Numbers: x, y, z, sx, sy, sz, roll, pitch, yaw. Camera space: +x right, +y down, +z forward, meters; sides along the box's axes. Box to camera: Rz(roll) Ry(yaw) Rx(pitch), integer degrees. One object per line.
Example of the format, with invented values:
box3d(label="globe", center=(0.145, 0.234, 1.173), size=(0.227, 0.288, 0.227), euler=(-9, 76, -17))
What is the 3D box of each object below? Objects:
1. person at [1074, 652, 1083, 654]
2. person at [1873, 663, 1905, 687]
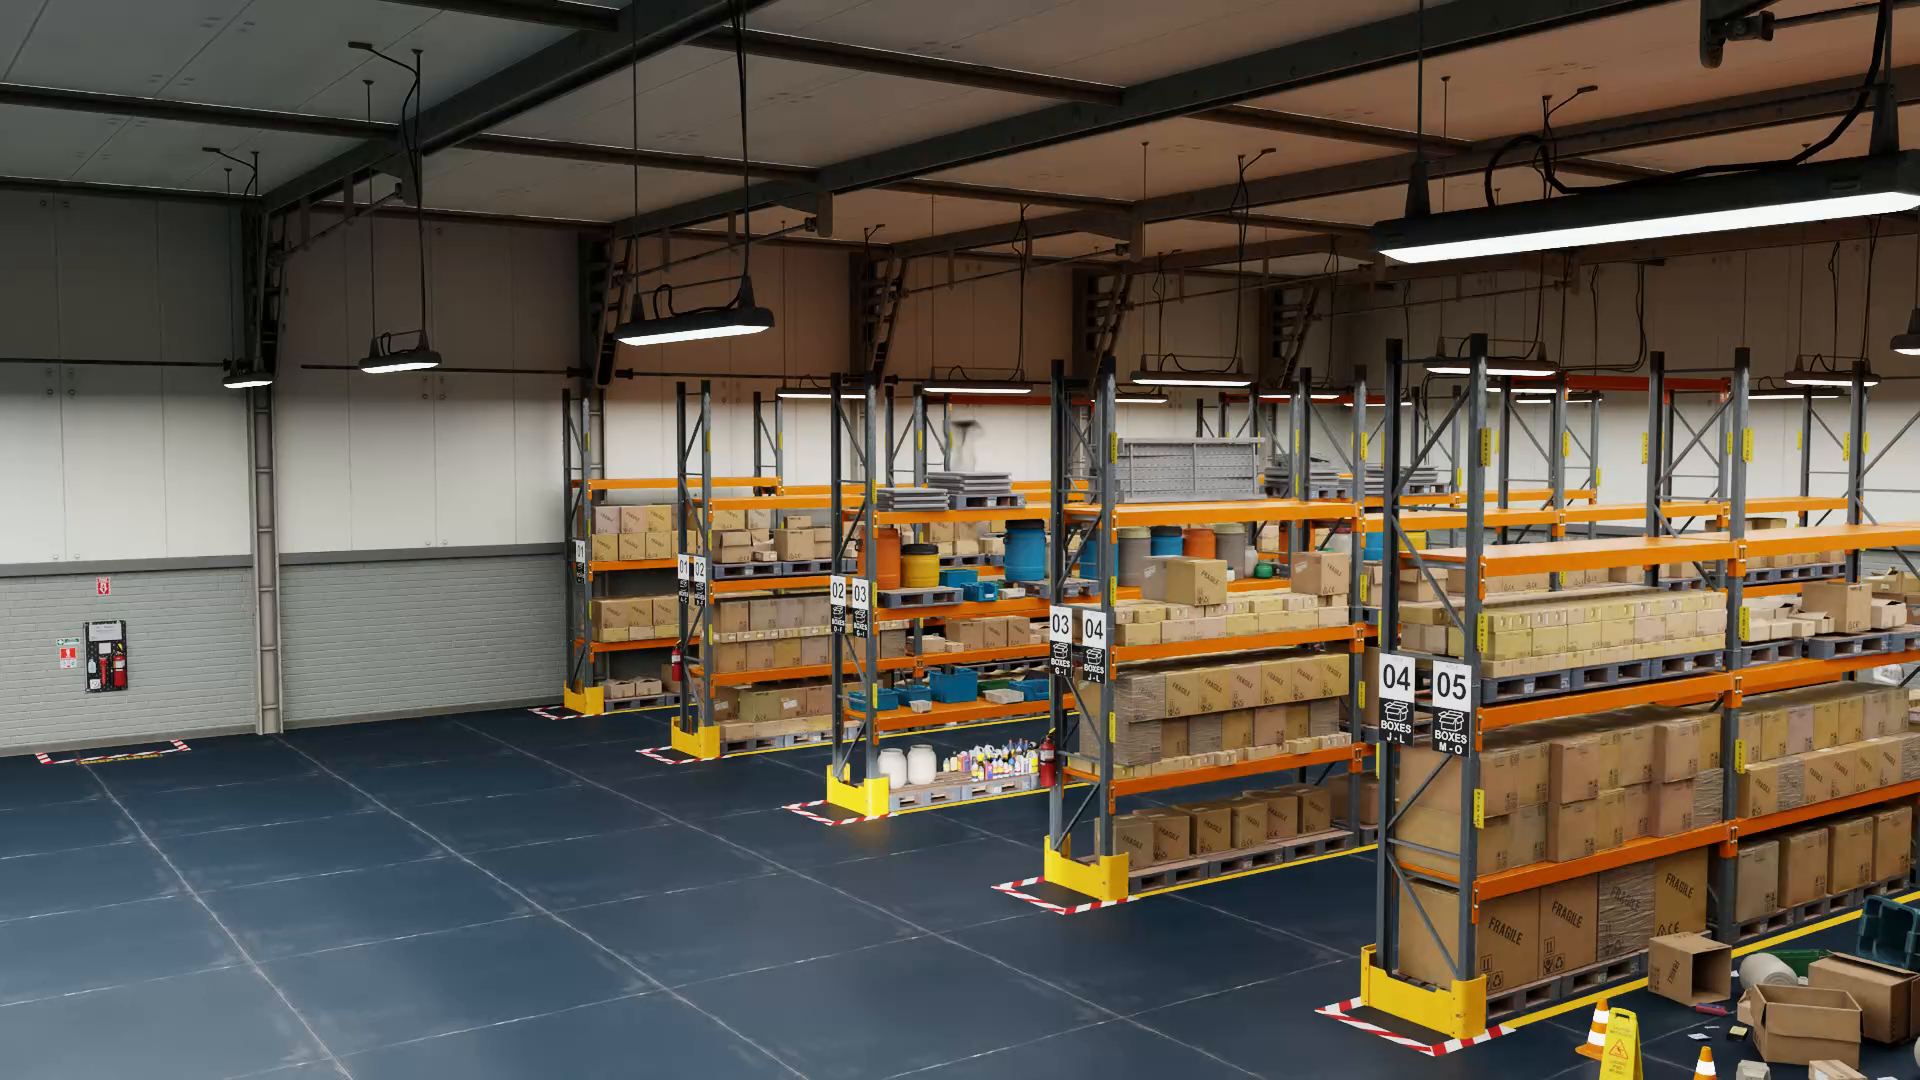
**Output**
box3d(label="person", center=(2.557, 2.093, 33.803), size=(0.902, 1.787, 0.664), euler=(-3, 5, -36))
box3d(label="person", center=(15.620, 2.527, 28.014), size=(0.625, 1.686, 0.841), euler=(0, 4, -7))
